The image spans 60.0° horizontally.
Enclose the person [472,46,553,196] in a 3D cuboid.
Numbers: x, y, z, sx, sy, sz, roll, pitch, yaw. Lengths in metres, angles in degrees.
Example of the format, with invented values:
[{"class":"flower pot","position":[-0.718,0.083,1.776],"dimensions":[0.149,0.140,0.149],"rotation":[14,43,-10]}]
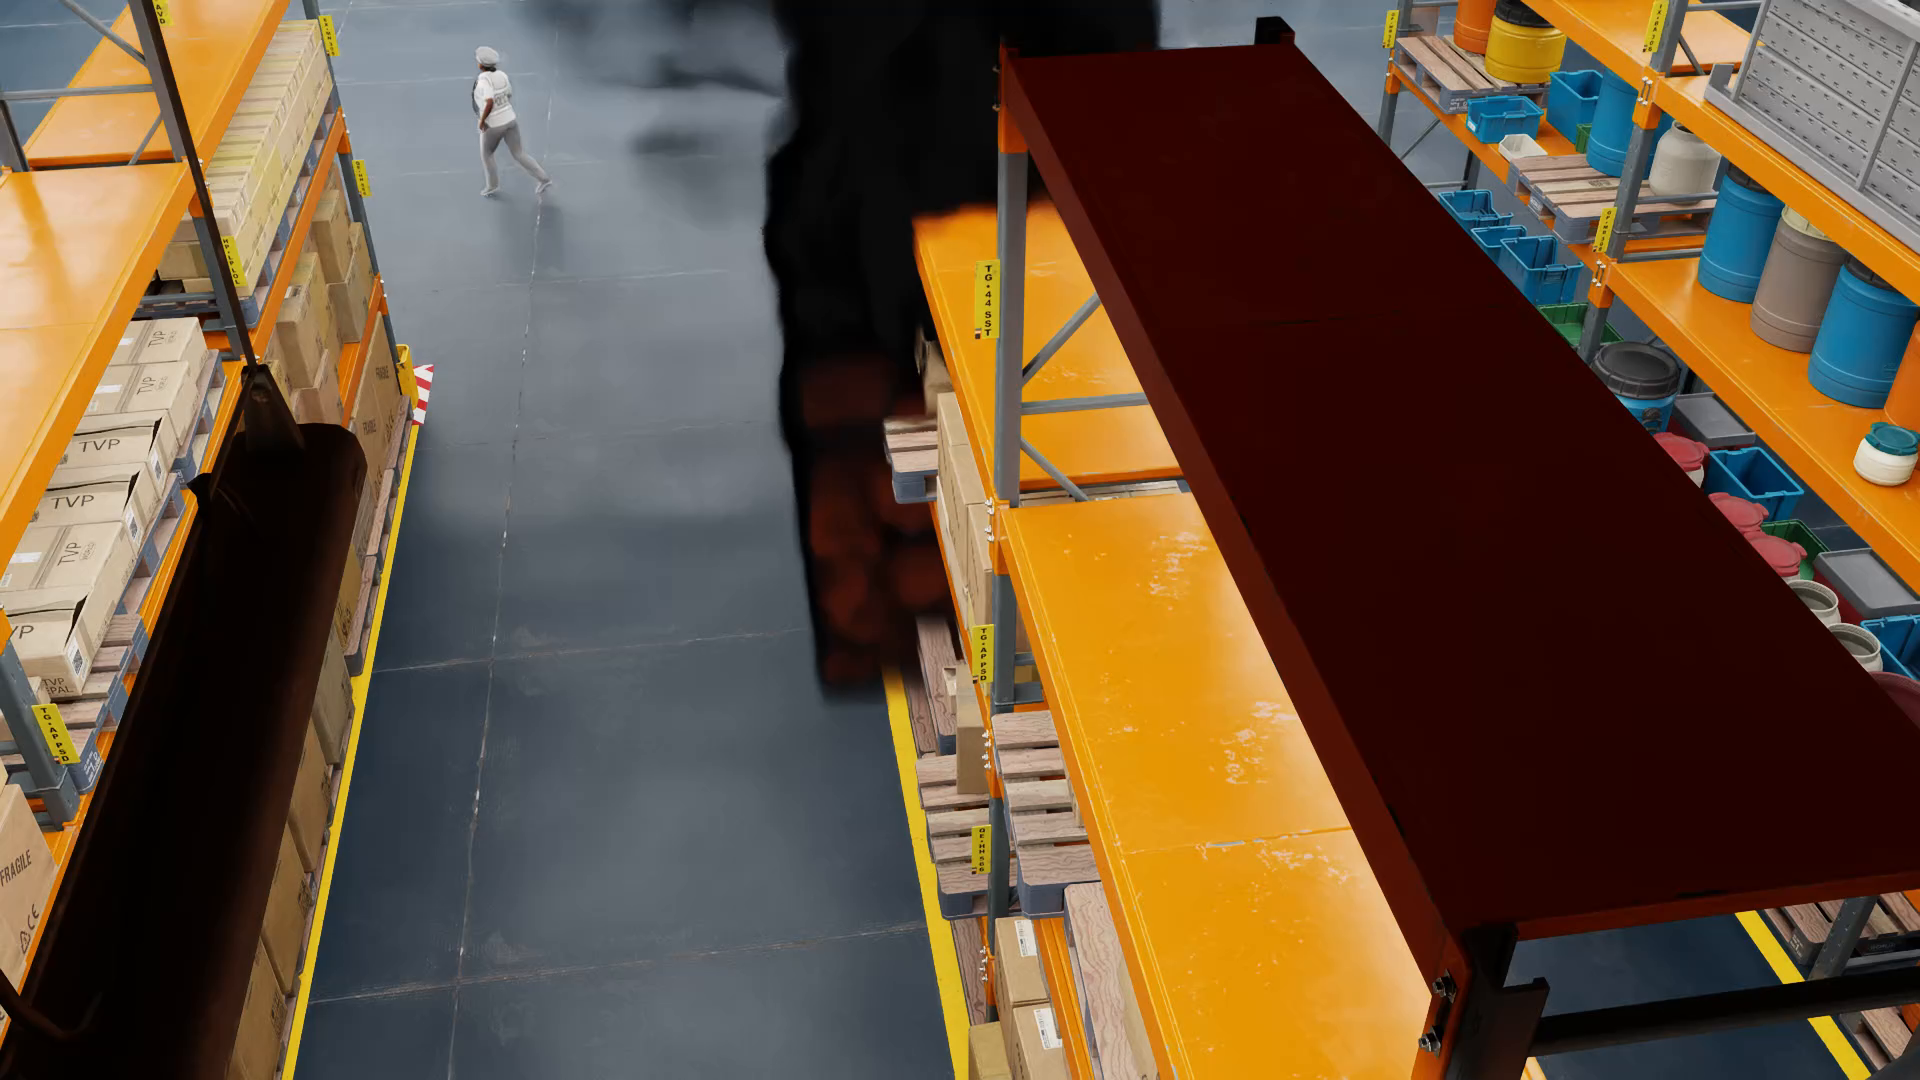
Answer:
[{"class":"person","position":[-4.991,-4.502,18.156],"dimensions":[0.925,1.731,0.587],"rotation":[20,41,25]}]
